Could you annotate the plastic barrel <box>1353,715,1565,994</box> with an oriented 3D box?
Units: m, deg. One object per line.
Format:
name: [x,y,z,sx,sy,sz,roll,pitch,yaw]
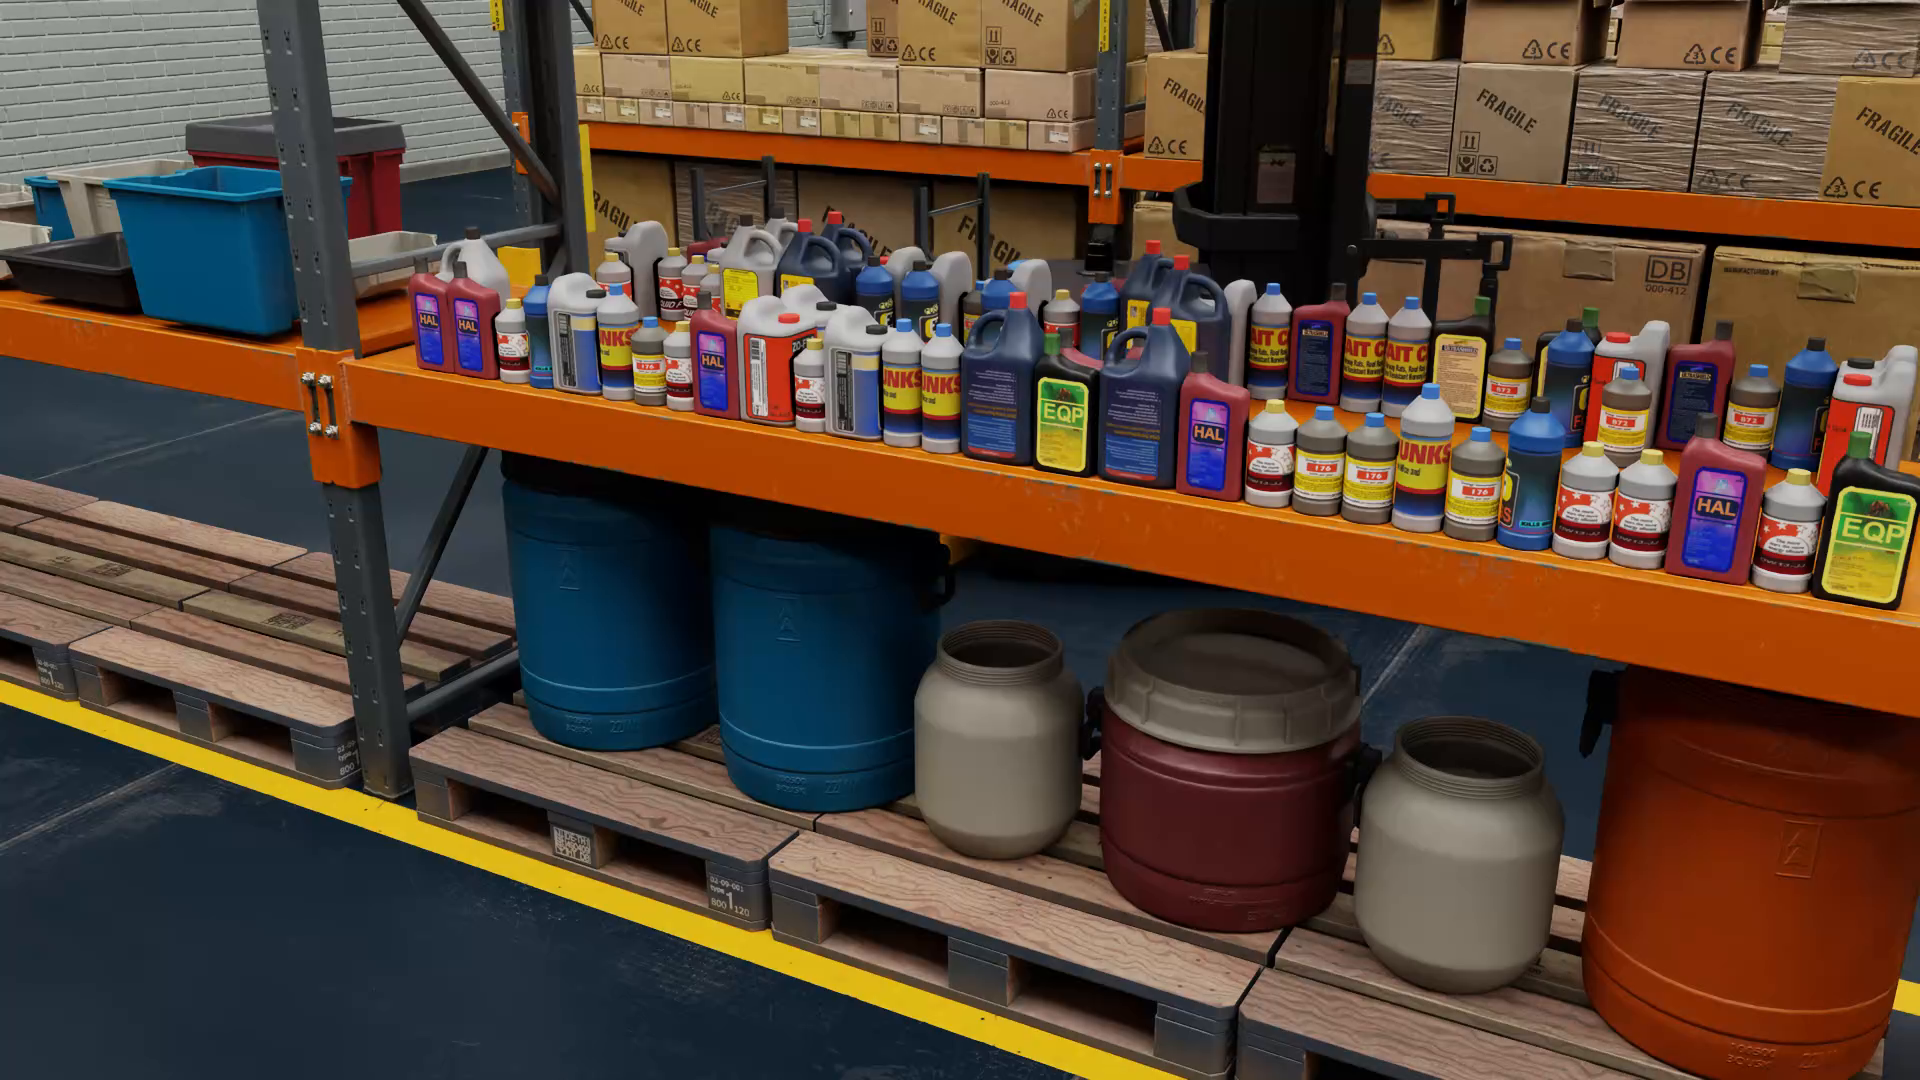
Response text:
plastic barrel: [1.084,0.680,3.623,0.421,0.512,0.421,0,20,0]

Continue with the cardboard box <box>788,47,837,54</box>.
cardboard box: [-1.074,-2.852,10.111,0.500,0.250,0.500,10,22,25]

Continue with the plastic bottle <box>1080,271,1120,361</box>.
plastic bottle: [0.346,-0.526,4.106,0.097,0.271,0.097,0,20,0]

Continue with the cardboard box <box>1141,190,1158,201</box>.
cardboard box: [1.652,-2.834,13.845,0.250,0.149,0.380,11,23,27]

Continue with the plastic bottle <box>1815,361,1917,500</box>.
plastic bottle: [1.761,-0.213,3.234,0.135,0.276,0.152,11,23,27]

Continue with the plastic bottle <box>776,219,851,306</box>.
plastic bottle: [-0.383,-0.661,4.361,0.185,0.351,0.144,11,23,27]

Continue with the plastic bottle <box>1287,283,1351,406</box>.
plastic bottle: [0.849,-0.467,3.925,0.133,0.283,0.061,11,23,27]

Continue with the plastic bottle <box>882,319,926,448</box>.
plastic bottle: [-0.120,-0.342,3.599,0.097,0.271,0.097,0,20,0]

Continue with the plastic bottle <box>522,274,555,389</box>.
plastic bottle: [-1.013,-0.513,4.068,0.097,0.271,0.097,0,20,0]

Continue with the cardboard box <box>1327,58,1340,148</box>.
cardboard box: [1.698,-2.100,8.110,0.500,0.500,0.500,11,23,27]

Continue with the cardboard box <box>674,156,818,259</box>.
cardboard box: [-1.121,-1.918,10.253,0.875,0.875,0.875,11,23,27]

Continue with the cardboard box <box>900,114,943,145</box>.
cardboard box: [-0.120,-2.251,9.040,0.250,0.149,0.380,11,23,28]

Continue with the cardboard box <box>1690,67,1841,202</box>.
cardboard box: [3.487,-1.762,7.178,0.500,0.500,0.500,11,22,27]

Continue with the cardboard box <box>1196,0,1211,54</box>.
cardboard box: [1.541,-2.703,8.299,0.637,0.503,0.797,10,22,26]

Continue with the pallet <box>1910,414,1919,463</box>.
pallet: [3.819,-0.465,7.838,1.213,0.211,1.003,11,23,27]

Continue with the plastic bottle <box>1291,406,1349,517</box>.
plastic bottle: [0.691,-0.155,3.185,0.097,0.201,0.097,0,20,0]

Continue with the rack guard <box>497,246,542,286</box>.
rack guard: [-2.534,-1.782,11.044,0.348,0.500,1.175,11,23,27]

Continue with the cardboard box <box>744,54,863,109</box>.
cardboard box: [-0.874,-2.608,9.439,0.500,0.250,0.500,10,22,26]

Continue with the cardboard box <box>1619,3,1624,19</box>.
cardboard box: [4.735,-3.689,11.517,0.250,0.149,0.380,12,23,29]

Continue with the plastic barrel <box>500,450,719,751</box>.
plastic barrel: [-0.970,0.071,4.731,0.708,0.901,0.600,11,23,27]

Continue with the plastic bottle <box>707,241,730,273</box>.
plastic bottle: [-0.616,-0.725,4.646,0.135,0.276,0.152,11,23,27]

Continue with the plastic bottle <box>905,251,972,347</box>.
plastic bottle: [-0.058,-0.619,4.354,0.135,0.276,0.152,11,23,27]

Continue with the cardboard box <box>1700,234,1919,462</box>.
cardboard box: [3.879,-0.942,7.563,0.875,0.875,1.225,10,22,25]

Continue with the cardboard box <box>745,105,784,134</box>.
cardboard box: [-1.021,-2.422,9.512,0.250,0.149,0.380,10,22,26]

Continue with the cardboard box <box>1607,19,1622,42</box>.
cardboard box: [4.522,-3.592,11.684,0.250,0.149,0.380,12,23,29]

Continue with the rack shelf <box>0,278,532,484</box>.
rack shelf: [-3.183,-0.808,5.748,4.000,0.370,1.077,11,23,27]

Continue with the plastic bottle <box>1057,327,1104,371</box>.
plastic bottle: [0.248,-0.295,3.449,0.133,0.283,0.061,11,23,27]

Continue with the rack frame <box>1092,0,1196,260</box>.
rack frame: [0.979,-2.288,8.773,0.127,3.000,1.000,11,23,27]

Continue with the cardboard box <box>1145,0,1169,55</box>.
cardboard box: [1.600,-4.193,13.443,0.500,0.500,0.500,10,22,26]

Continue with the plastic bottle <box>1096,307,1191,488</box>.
plastic bottle: [0.378,-0.294,3.349,0.185,0.351,0.144,11,23,27]

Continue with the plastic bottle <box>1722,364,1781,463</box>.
plastic bottle: [1.662,-0.266,3.492,0.097,0.201,0.097,0,20,0]

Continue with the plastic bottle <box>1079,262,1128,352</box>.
plastic bottle: [0.369,-0.559,4.177,0.133,0.283,0.061,11,23,27]

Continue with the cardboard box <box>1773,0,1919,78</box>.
cardboard box: [3.841,-2.268,7.100,0.637,0.503,0.797,12,23,29]

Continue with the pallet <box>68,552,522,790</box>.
pallet: [-2.097,0.387,5.489,1.213,0.211,1.003,11,23,27]

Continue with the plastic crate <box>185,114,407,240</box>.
plastic crate: [-2.094,-1.095,5.302,0.583,0.464,0.402,11,23,27]

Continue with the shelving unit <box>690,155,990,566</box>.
shelving unit: [-0.472,-0.711,6.627,1.083,1.500,0.587,11,23,28]

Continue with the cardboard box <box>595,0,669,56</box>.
cardboard box: [-1.789,-3.131,9.783,0.500,0.500,0.500,10,22,26]

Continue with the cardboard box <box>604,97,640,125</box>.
cardboard box: [-1.916,-2.593,9.983,0.250,0.149,0.380,10,22,26]

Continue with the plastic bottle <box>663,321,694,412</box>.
plastic bottle: [-0.641,-0.409,3.885,0.097,0.201,0.097,0,20,0]

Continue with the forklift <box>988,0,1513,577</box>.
forklift: [1.654,-1.351,6.292,3.031,2.935,1.130,2,20,4]

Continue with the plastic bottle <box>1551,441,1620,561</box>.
plastic bottle: [1.116,-0.074,2.962,0.097,0.201,0.097,0,20,0]

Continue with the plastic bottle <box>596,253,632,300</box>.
plastic bottle: [-0.979,-0.710,4.716,0.097,0.201,0.097,0,20,0]

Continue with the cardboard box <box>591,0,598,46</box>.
cardboard box: [-1.960,-3.372,10.446,0.500,0.500,0.500,11,23,28]

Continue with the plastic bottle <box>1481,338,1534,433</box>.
plastic bottle: [1.227,-0.349,3.721,0.097,0.201,0.097,0,20,0]

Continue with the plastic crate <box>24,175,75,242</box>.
plastic crate: [-3.011,-1.163,5.829,0.300,0.233,0.416,11,23,27]

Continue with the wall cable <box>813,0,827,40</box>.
wall cable: [-1.933,-7.736,22.302,0.122,1.984,0.588,11,23,27]

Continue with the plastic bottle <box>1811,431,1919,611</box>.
plastic bottle: [1.494,-0.033,2.730,0.133,0.283,0.061,11,23,27]

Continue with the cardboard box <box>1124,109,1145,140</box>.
cardboard box: [0.883,-2.318,9.225,0.250,0.149,0.380,11,23,27]

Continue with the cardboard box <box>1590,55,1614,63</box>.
cardboard box: [2.844,-2.084,8.066,0.500,0.500,0.500,11,23,27]
